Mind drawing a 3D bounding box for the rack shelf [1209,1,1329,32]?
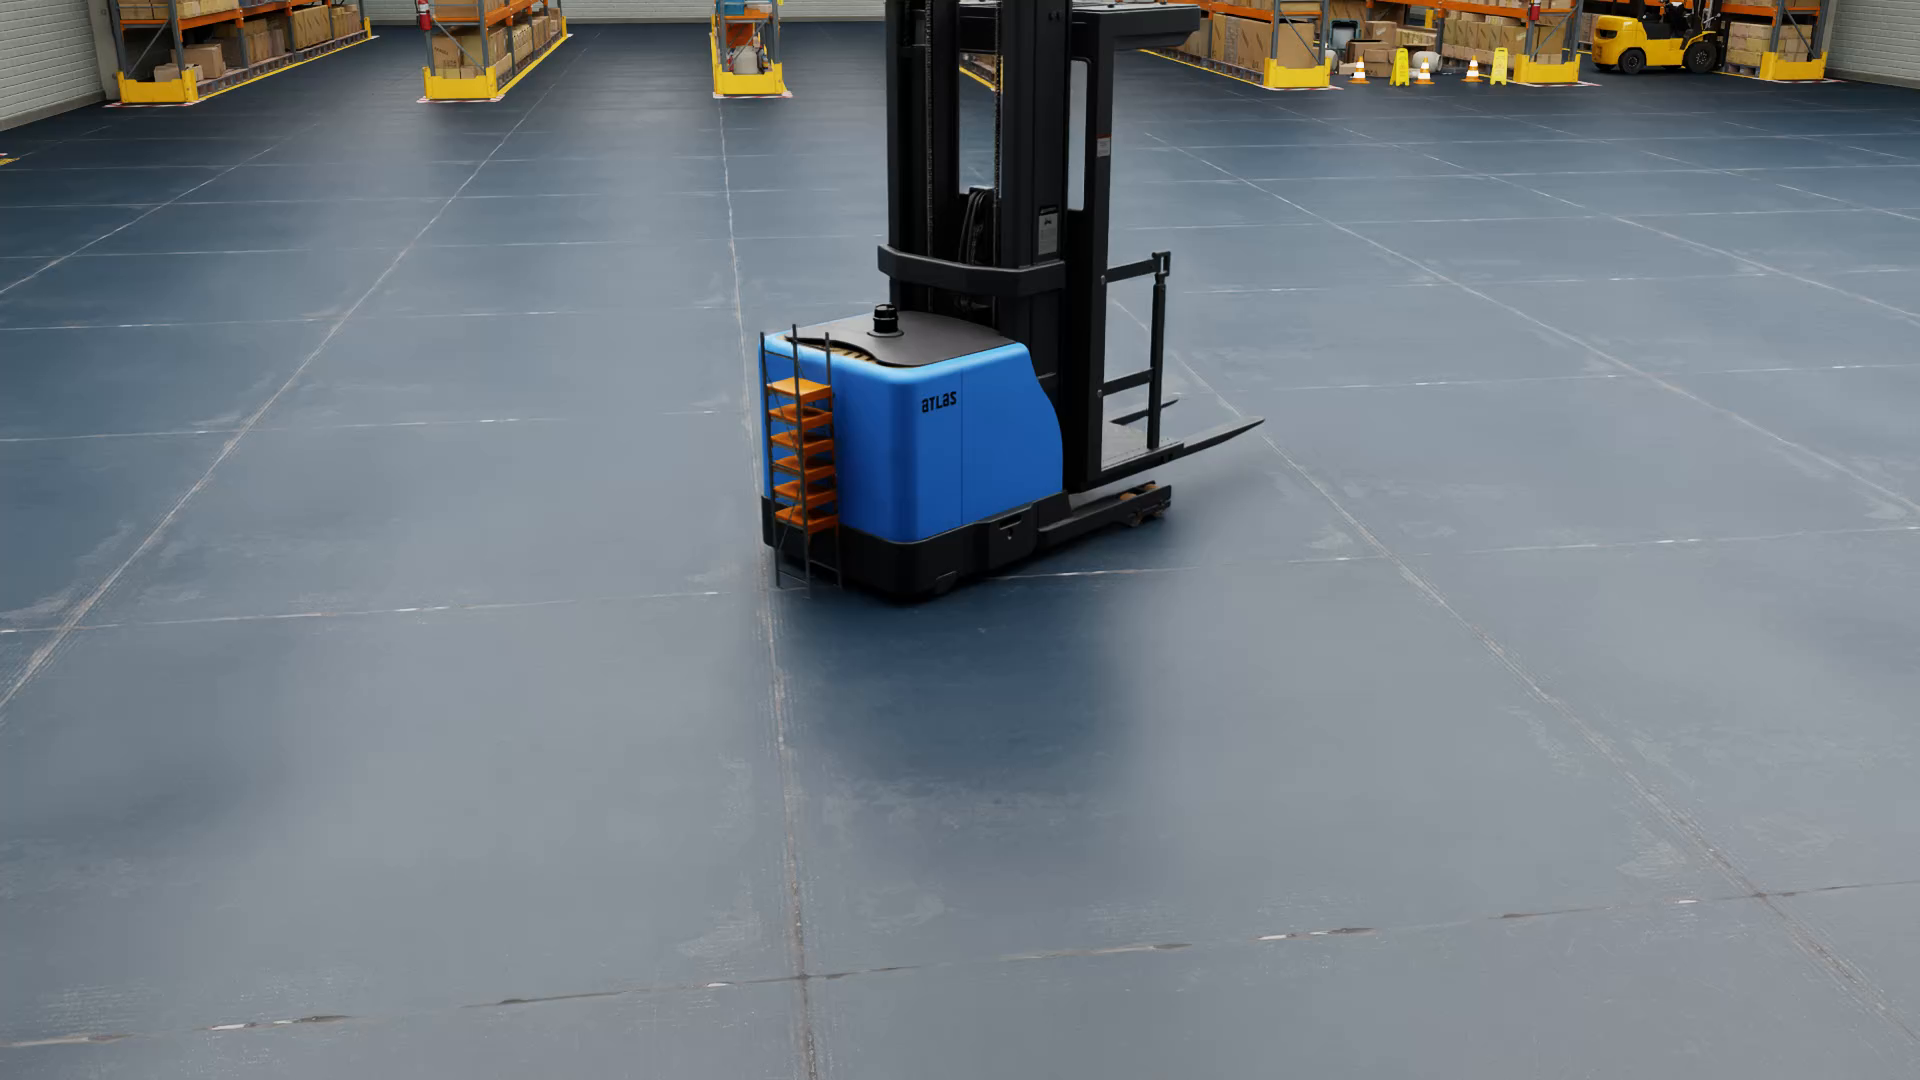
[{"bbox_3d":[5.874,-10.093,31.982,1.077,0.370,4.000,-3,21,-8],"label":"rack shelf"}]

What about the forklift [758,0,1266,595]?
[{"bbox_3d":[0.440,-1.556,8.194,1.130,2.935,3.031,19,28,41],"label":"forklift"}]

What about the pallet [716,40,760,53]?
[{"bbox_3d":[-5.143,-11.429,38.515,1.003,0.211,1.213,-3,21,-8],"label":"pallet"}]

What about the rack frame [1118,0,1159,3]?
[{"bbox_3d":[4.432,-13.893,41.126,1.000,3.000,0.127,-3,21,-8],"label":"rack frame"}]

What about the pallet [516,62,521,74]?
[{"bbox_3d":[-9.286,-9.356,32.965,1.003,0.211,1.213,-3,21,-8],"label":"pallet"}]

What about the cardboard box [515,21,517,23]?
[{"bbox_3d":[-10.159,-11.321,37.183,0.500,0.500,0.500,-4,21,-10],"label":"cardboard box"}]

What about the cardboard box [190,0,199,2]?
[{"bbox_3d":[-13.298,-9.416,28.253,0.500,0.500,0.500,-3,21,-8],"label":"cardboard box"}]

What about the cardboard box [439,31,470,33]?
[{"bbox_3d":[-9.165,-8.974,30.214,0.500,0.500,0.500,-3,21,-8],"label":"cardboard box"}]

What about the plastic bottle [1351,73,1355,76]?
[{"bbox_3d":[7.740,-9.090,32.468,0.133,0.061,0.283,-11,23,-26],"label":"plastic bottle"}]

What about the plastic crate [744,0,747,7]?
[{"bbox_3d":[-4.289,-10.441,31.973,0.767,0.338,0.504,-3,21,-8],"label":"plastic crate"}]

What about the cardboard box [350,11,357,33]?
[{"bbox_3d":[-15.500,-12.928,41.516,0.700,0.500,0.500,-3,21,-8],"label":"cardboard box"}]

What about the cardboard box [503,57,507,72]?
[{"bbox_3d":[-8.709,-8.823,30.880,0.500,0.250,0.500,-3,21,-8],"label":"cardboard box"}]

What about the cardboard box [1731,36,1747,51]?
[{"bbox_3d":[15.516,-9.744,32.633,0.500,0.250,0.500,-3,21,-8],"label":"cardboard box"}]

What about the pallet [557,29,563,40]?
[{"bbox_3d":[-10.744,-12.955,42.602,1.003,0.211,1.213,-3,21,-8],"label":"pallet"}]

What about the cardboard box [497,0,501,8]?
[{"bbox_3d":[-9.070,-10.303,31.372,0.700,0.500,0.500,-3,21,-9],"label":"cardboard box"}]

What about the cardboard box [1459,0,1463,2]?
[{"bbox_3d":[10.353,-10.989,33.711,0.380,0.149,0.250,-3,21,-8],"label":"cardboard box"}]

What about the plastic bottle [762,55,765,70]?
[{"bbox_3d":[-3.664,-8.963,31.198,0.097,0.271,0.097,0,20,0],"label":"plastic bottle"}]

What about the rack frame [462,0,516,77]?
[{"bbox_3d":[-9.141,-10.409,31.800,1.000,3.000,0.127,-3,21,-8],"label":"rack frame"}]

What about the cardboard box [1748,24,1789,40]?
[{"bbox_3d":[15.582,-9.795,32.055,0.500,0.250,0.500,-2,21,-6],"label":"cardboard box"}]

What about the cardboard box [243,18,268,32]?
[{"bbox_3d":[-14.443,-10.482,33.867,0.500,0.250,0.500,-3,21,-7],"label":"cardboard box"}]

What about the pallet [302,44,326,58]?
[{"bbox_3d":[-14.830,-10.935,37.193,1.003,0.211,1.213,-3,21,-8],"label":"pallet"}]

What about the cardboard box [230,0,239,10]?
[{"bbox_3d":[-13.674,-9.949,30.752,0.500,0.250,0.500,-3,21,-8],"label":"cardboard box"}]

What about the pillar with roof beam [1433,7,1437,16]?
[{"bbox_3d":[9.894,-19.386,47.260,9.100,9.000,0.400,-3,21,-8],"label":"pillar with roof beam"}]

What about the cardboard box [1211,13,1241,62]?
[{"bbox_3d":[5.607,-10.103,33.416,0.875,0.875,0.875,-3,21,-7],"label":"cardboard box"}]

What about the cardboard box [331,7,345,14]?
[{"bbox_3d":[-15.146,-12.830,40.327,0.380,0.149,0.250,-4,21,-9],"label":"cardboard box"}]

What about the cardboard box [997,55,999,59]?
[{"bbox_3d":[0.974,-9.189,31.503,0.500,0.500,0.500,-1,21,-3],"label":"cardboard box"}]

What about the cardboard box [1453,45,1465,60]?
[{"bbox_3d":[10.375,-9.914,33.803,0.500,0.250,0.500,-2,21,-5],"label":"cardboard box"}]

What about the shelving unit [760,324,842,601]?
[{"bbox_3d":[-0.704,-0.340,7.404,0.258,1.200,0.189,19,29,41],"label":"shelving unit"}]

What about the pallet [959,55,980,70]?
[{"bbox_3d":[0.549,-9.871,34.343,1.003,0.211,1.213,-3,21,-8],"label":"pallet"}]

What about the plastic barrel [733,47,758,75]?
[{"bbox_3d":[-3.832,-8.528,29.718,0.421,0.512,0.421,0,20,0],"label":"plastic barrel"}]

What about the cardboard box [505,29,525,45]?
[{"bbox_3d":[-9.177,-10.269,33.951,0.500,0.311,0.500,-2,21,-6],"label":"cardboard box"}]

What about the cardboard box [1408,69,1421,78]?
[{"bbox_3d":[8.858,-9.039,32.204,0.380,0.149,0.250,8,22,20],"label":"cardboard box"}]

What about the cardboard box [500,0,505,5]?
[{"bbox_3d":[-9.066,-10.609,32.692,0.380,0.149,0.250,-3,21,-8],"label":"cardboard box"}]

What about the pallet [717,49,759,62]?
[{"bbox_3d":[-4.742,-10.466,35.937,1.003,0.211,1.213,-3,21,-8],"label":"pallet"}]

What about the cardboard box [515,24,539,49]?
[{"bbox_3d":[-9.500,-11.001,36.328,0.500,0.500,0.500,-2,21,-5],"label":"cardboard box"}]

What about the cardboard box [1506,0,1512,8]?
[{"bbox_3d":[10.618,-10.196,31.586,0.380,0.149,0.250,-3,21,-9],"label":"cardboard box"}]

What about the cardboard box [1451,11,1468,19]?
[{"bbox_3d":[10.246,-10.707,33.928,0.380,0.149,0.250,-3,21,-7],"label":"cardboard box"}]

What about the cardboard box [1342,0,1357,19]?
[{"bbox_3d":[9.751,-12.546,39.957,0.875,0.875,0.875,-3,21,-7],"label":"cardboard box"}]

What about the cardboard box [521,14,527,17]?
[{"bbox_3d":[-10.657,-12.397,40.066,0.500,0.500,0.500,-3,21,-8],"label":"cardboard box"}]

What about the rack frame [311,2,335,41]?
[{"bbox_3d":[-15.195,-12.928,38.543,1.000,3.000,0.127,-3,21,-8],"label":"rack frame"}]

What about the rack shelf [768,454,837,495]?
[{"bbox_3d":[-0.703,-0.299,7.421,0.258,0.103,0.180,19,29,41],"label":"rack shelf"}]

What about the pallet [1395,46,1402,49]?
[{"bbox_3d":[10.176,-10.794,36.815,1.003,0.211,1.213,-3,21,-8],"label":"pallet"}]

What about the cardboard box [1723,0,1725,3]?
[{"bbox_3d":[15.403,-11.009,33.263,0.500,0.500,0.500,-3,21,-7],"label":"cardboard box"}]

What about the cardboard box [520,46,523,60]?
[{"bbox_3d":[-9.103,-9.826,33.568,0.500,0.250,0.500,-4,21,-9],"label":"cardboard box"}]

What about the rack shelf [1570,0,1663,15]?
[{"bbox_3d":[15.092,-12.015,37.126,1.077,0.370,4.000,-3,21,-8],"label":"rack shelf"}]

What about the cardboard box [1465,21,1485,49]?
[{"bbox_3d":[10.449,-10.085,33.189,0.500,0.500,0.500,-2,21,-5],"label":"cardboard box"}]

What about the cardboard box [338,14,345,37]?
[{"bbox_3d":[-15.271,-12.392,40.080,0.700,0.500,0.500,-3,21,-8],"label":"cardboard box"}]

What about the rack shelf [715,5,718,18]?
[{"bbox_3d":[-4.527,-11.013,34.445,1.077,0.370,4.000,-3,21,-8],"label":"rack shelf"}]

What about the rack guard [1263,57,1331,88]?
[{"bbox_3d":[6.166,-8.559,30.417,1.175,0.500,0.348,-3,21,-8],"label":"rack guard"}]

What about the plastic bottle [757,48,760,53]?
[{"bbox_3d":[-3.860,-9.415,32.293,0.144,0.351,0.185,-3,21,-9],"label":"plastic bottle"}]

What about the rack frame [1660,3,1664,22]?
[{"bbox_3d":[15.381,-11.659,35.146,1.000,3.000,0.127,-3,21,-8],"label":"rack frame"}]
